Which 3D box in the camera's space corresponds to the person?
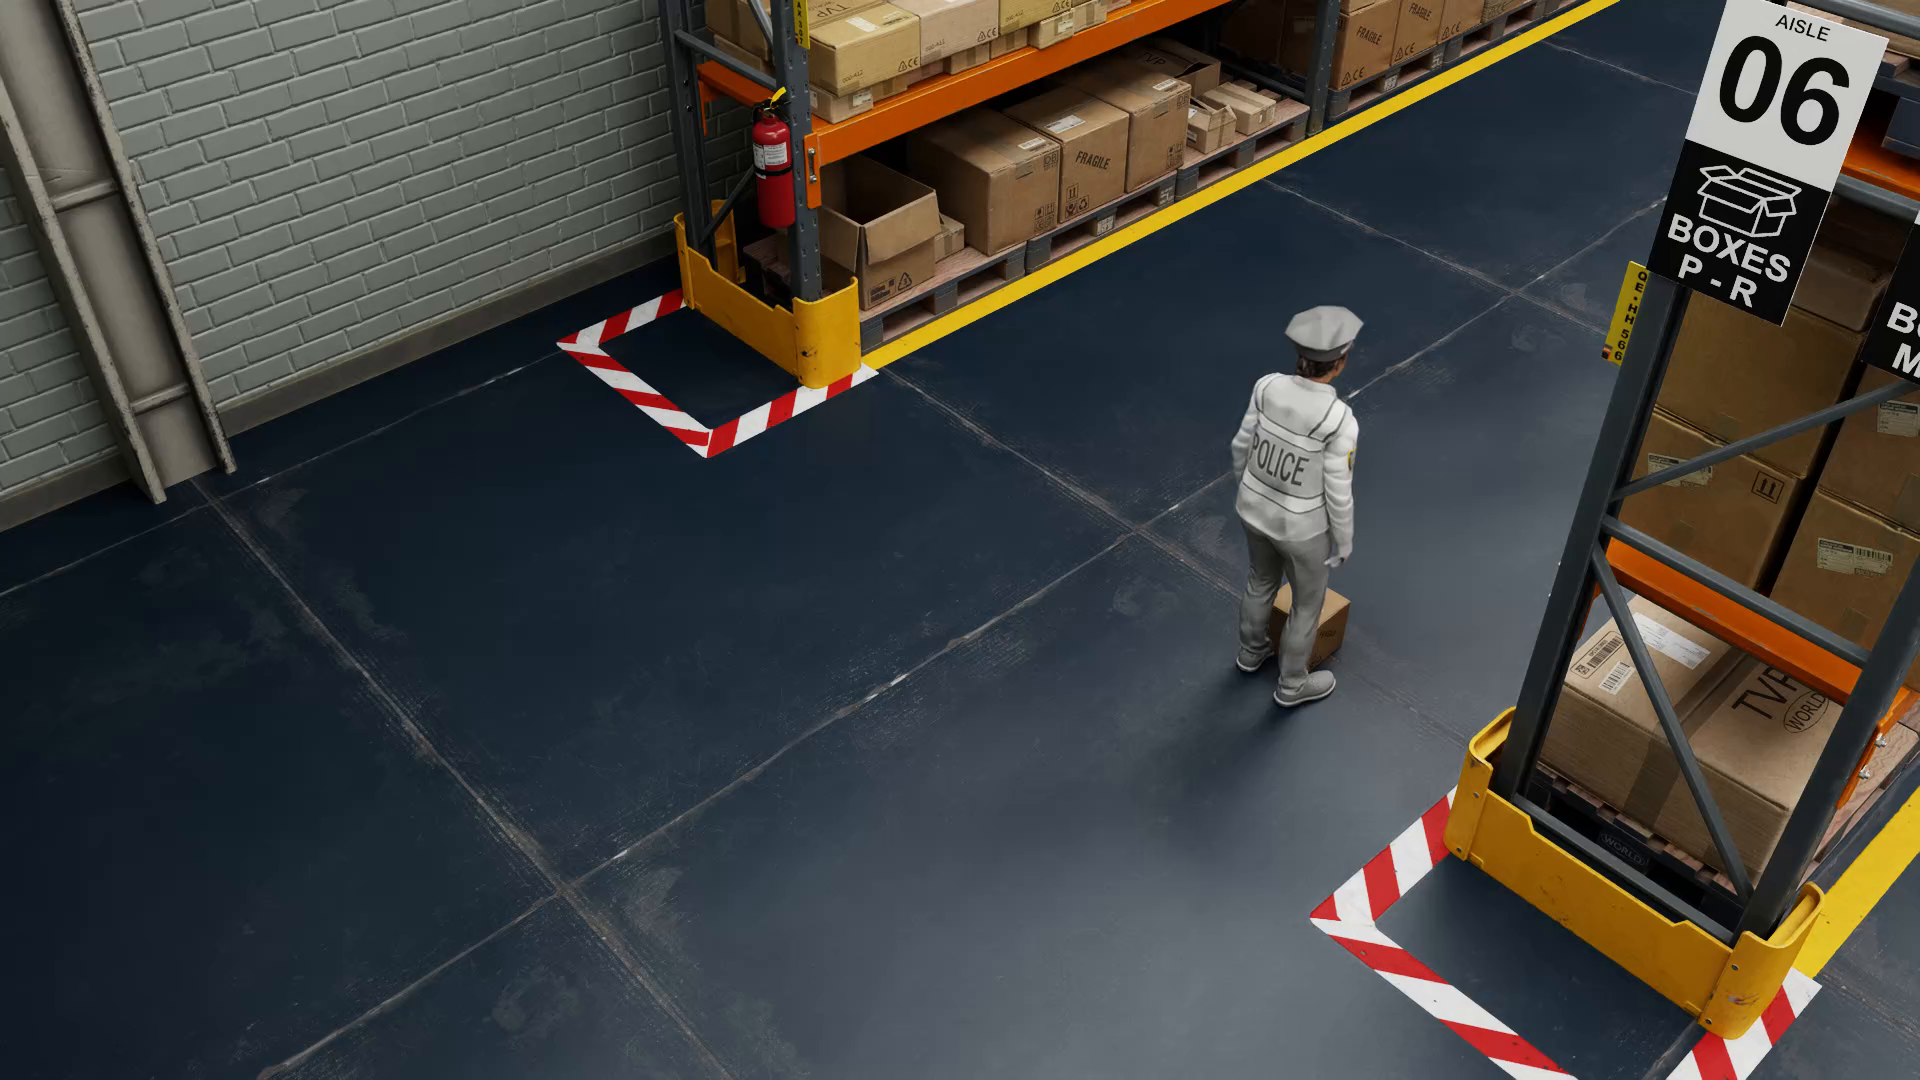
[{"bbox_3d":[1.256,-0.100,6.271,0.404,1.663,0.532,-31,49,-31],"label":"person"}]
